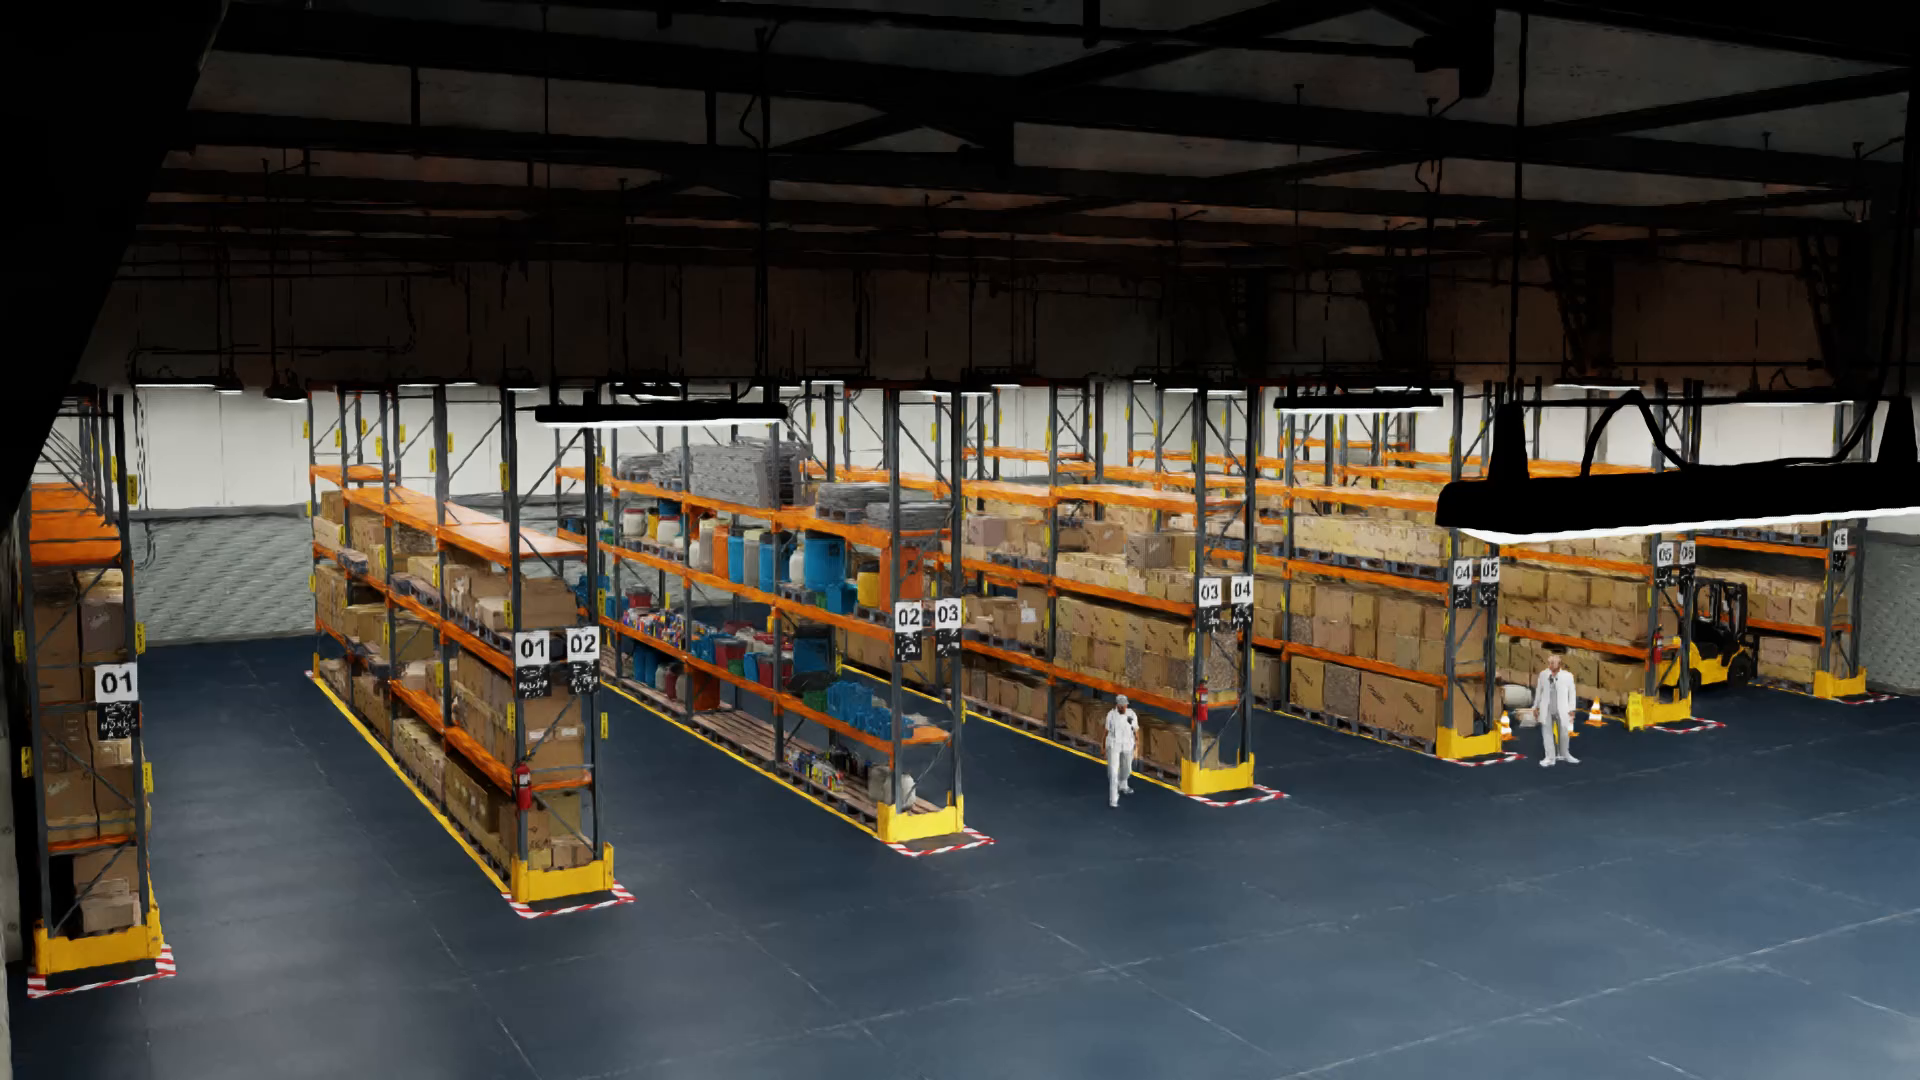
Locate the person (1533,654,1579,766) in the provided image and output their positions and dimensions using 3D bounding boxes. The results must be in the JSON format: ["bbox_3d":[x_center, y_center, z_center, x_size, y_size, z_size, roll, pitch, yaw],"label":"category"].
[{"bbox_3d":[9.395,2.679,26.248,0.669,1.752,0.533,4,7,31],"label":"person"}]

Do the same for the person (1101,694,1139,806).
[{"bbox_3d":[2.328,2.983,24.023,0.531,1.600,0.945,-1,6,-7],"label":"person"}]
